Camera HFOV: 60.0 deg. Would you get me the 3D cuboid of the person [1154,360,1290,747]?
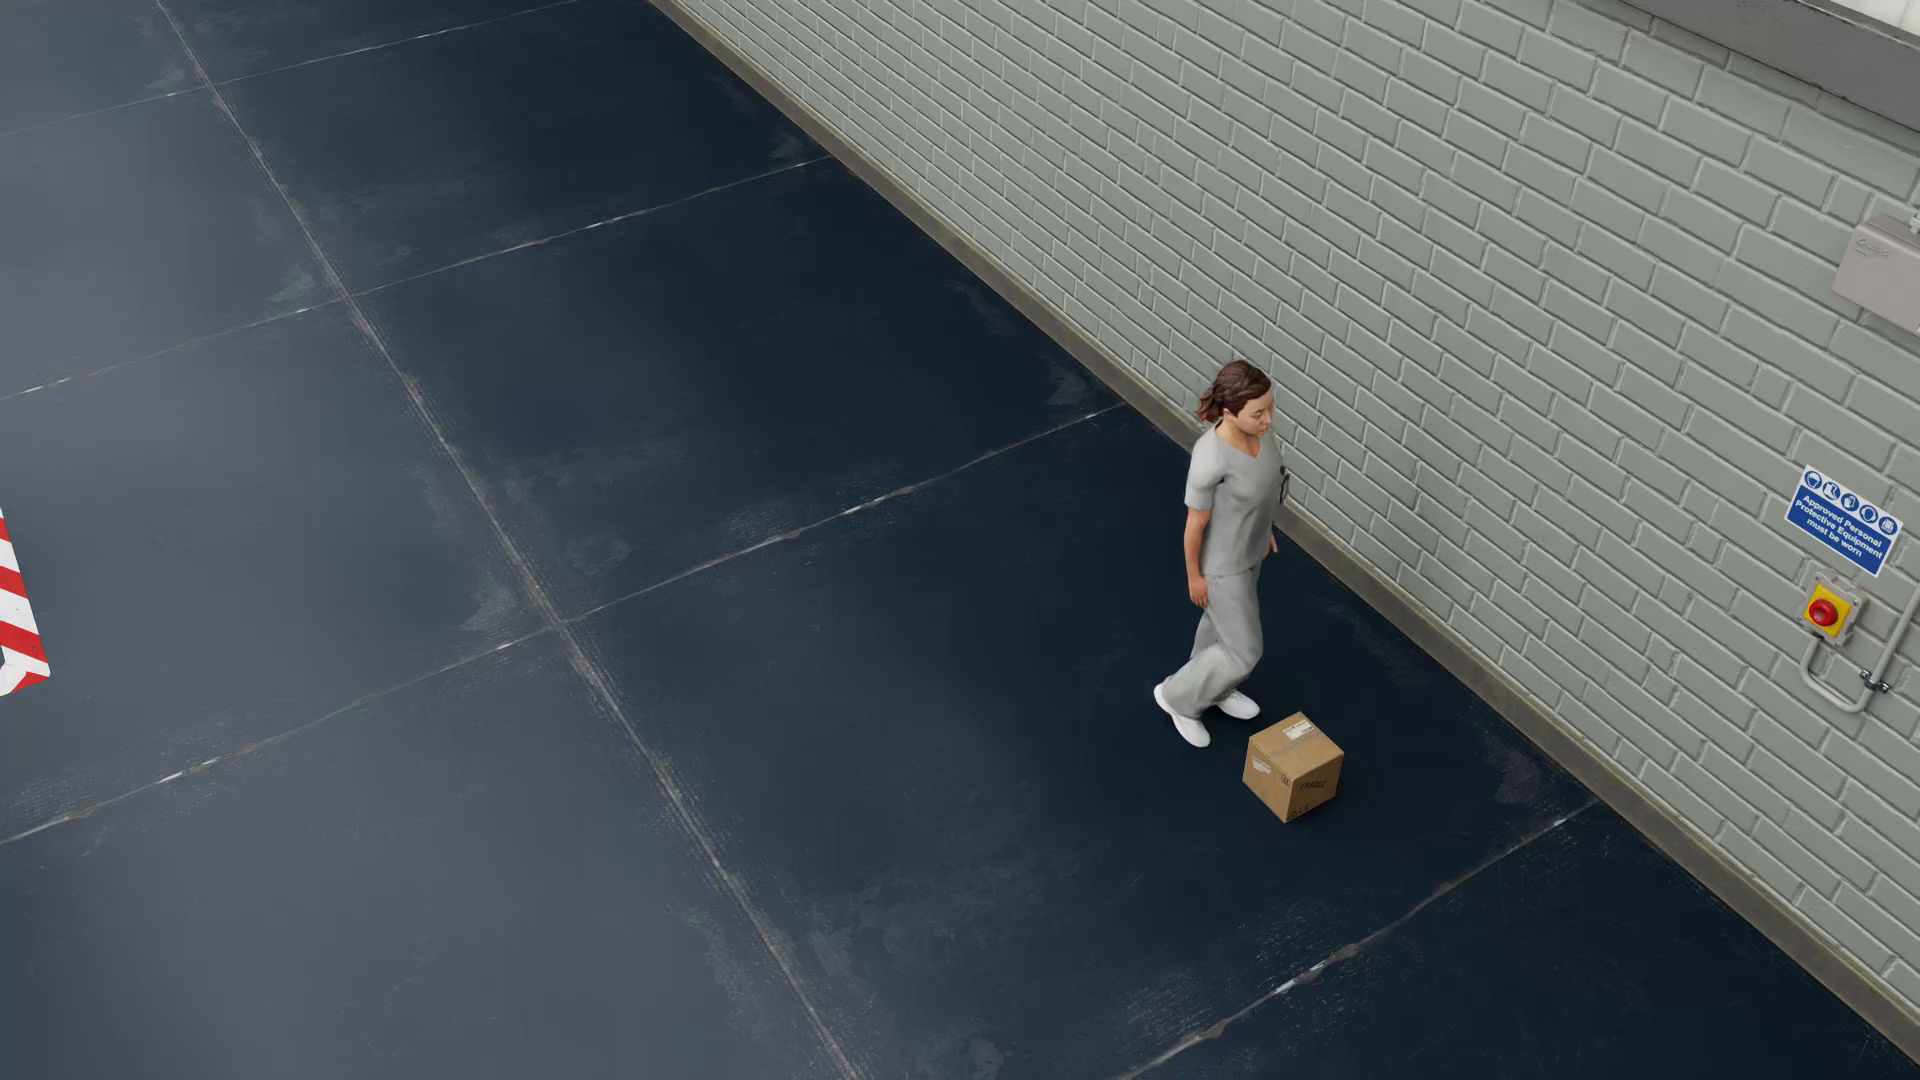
[{"bbox_3d":[1.008,0.061,6.082,0.434,1.684,0.460,26,47,27],"label":"person"}]
